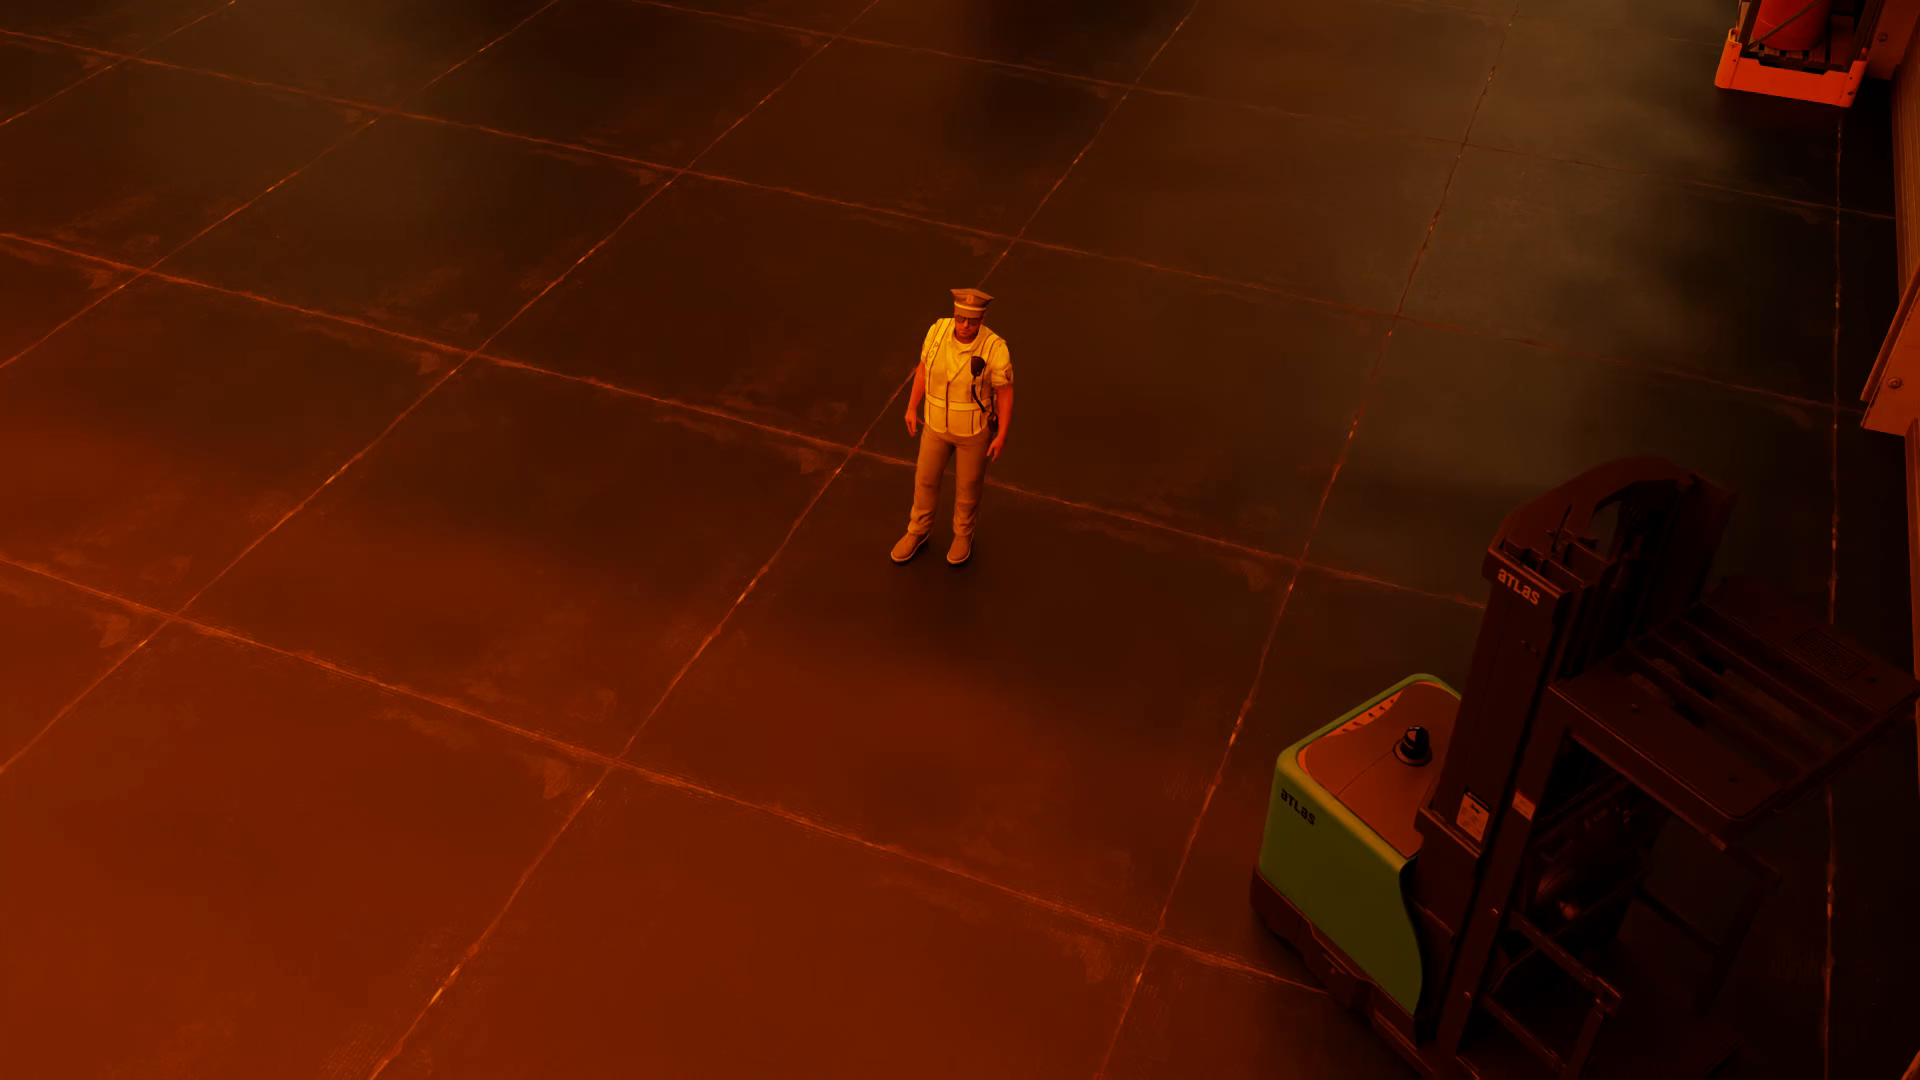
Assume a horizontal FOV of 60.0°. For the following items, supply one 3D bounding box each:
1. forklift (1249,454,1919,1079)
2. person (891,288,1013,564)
[{"bbox_3d":[2.670,1.257,6.504,1.130,2.935,3.031,-24,46,-26],"label":"forklift"},{"bbox_3d":[-0.040,-0.645,9.662,0.641,1.778,0.574,15,42,17],"label":"person"}]
